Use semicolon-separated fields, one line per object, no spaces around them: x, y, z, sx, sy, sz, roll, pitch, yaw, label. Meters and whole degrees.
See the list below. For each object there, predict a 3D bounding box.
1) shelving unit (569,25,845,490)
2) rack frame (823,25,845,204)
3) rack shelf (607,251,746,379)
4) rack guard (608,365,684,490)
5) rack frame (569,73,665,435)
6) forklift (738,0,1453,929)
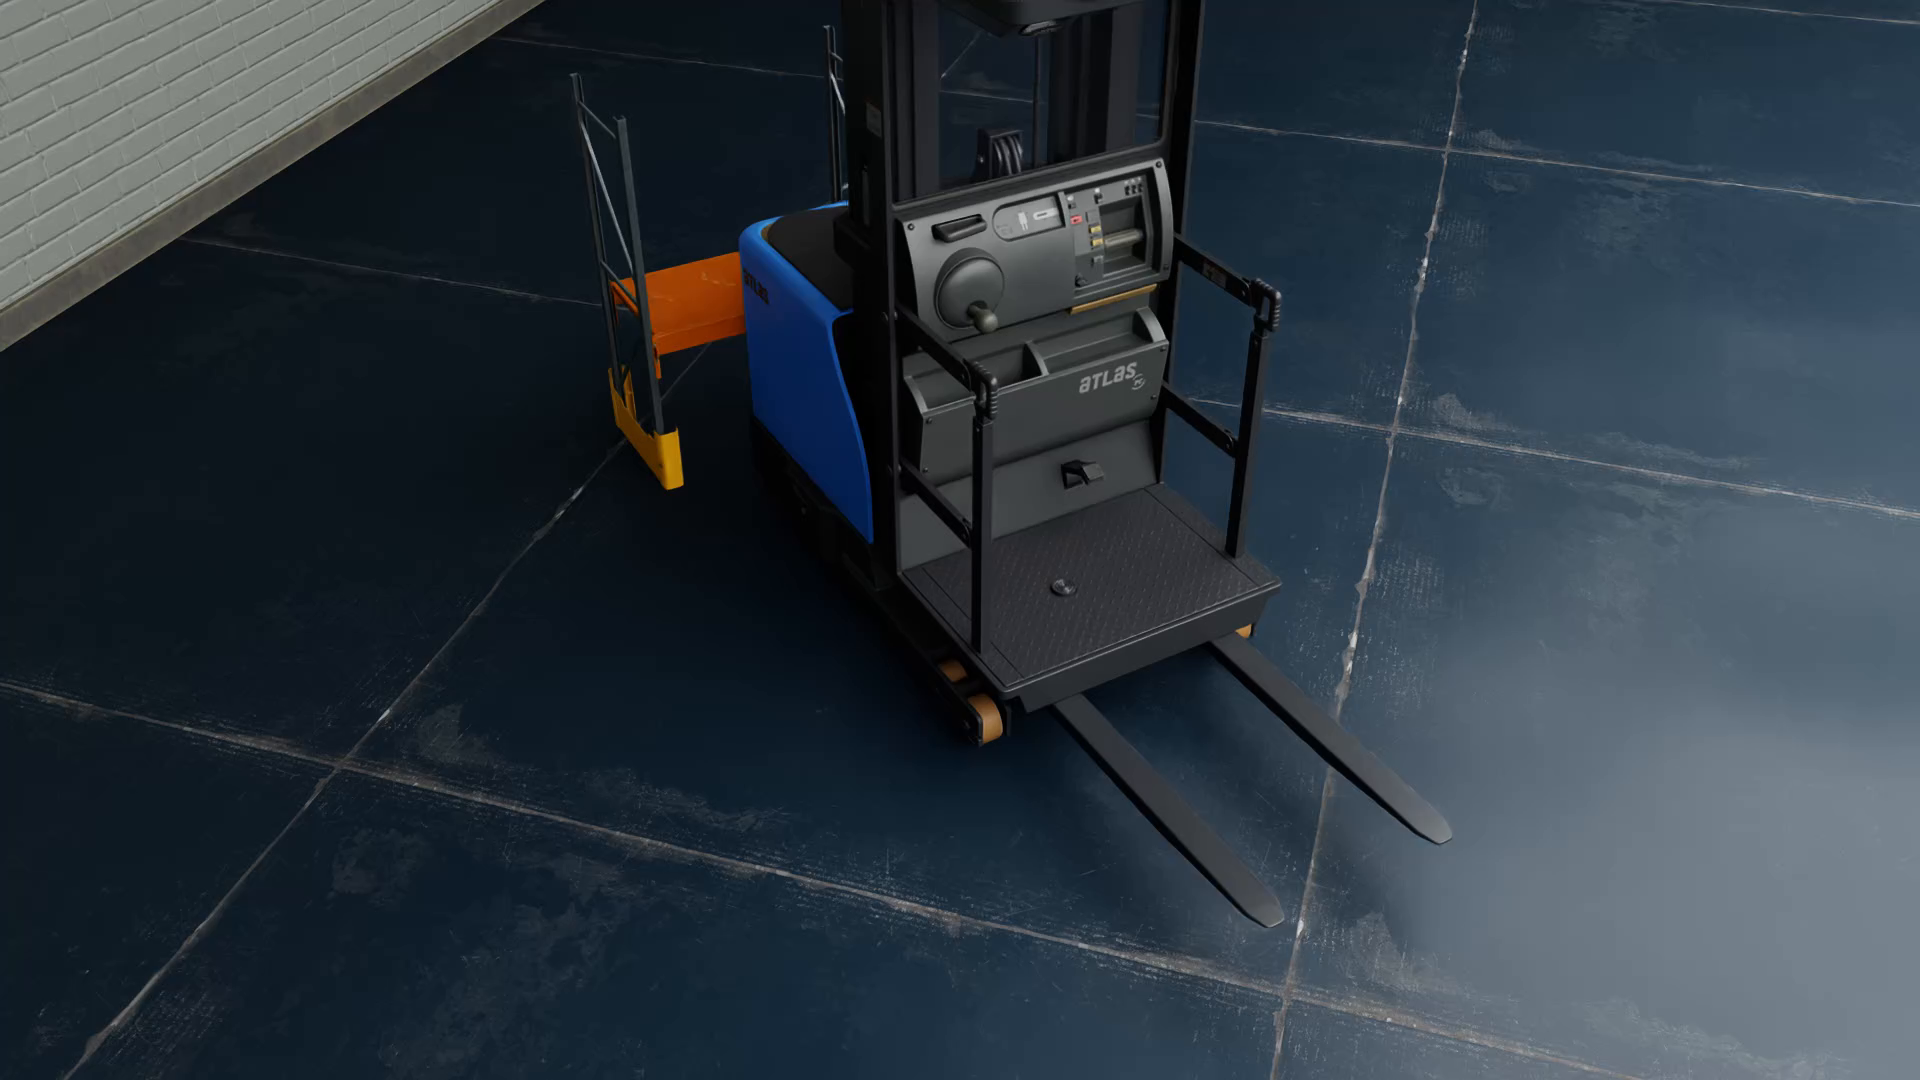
-0.827;-1.107;6.489;1.083;1.500;0.587;-19;40;-24;shelving unit
-0.394;-1.254;6.688;0.032;1.500;0.500;-19;40;-24;rack frame
-0.835;-0.959;6.592;1.000;0.185;0.538;-19;40;-24;rack shelf
-1.260;-0.457;6.660;0.087;0.250;0.587;-19;40;-24;rack guard
-1.277;-0.955;6.282;0.032;1.500;0.500;-19;40;-24;rack frame
0.359;-0.835;4.912;1.130;2.935;3.031;-19;40;-24;forklift
